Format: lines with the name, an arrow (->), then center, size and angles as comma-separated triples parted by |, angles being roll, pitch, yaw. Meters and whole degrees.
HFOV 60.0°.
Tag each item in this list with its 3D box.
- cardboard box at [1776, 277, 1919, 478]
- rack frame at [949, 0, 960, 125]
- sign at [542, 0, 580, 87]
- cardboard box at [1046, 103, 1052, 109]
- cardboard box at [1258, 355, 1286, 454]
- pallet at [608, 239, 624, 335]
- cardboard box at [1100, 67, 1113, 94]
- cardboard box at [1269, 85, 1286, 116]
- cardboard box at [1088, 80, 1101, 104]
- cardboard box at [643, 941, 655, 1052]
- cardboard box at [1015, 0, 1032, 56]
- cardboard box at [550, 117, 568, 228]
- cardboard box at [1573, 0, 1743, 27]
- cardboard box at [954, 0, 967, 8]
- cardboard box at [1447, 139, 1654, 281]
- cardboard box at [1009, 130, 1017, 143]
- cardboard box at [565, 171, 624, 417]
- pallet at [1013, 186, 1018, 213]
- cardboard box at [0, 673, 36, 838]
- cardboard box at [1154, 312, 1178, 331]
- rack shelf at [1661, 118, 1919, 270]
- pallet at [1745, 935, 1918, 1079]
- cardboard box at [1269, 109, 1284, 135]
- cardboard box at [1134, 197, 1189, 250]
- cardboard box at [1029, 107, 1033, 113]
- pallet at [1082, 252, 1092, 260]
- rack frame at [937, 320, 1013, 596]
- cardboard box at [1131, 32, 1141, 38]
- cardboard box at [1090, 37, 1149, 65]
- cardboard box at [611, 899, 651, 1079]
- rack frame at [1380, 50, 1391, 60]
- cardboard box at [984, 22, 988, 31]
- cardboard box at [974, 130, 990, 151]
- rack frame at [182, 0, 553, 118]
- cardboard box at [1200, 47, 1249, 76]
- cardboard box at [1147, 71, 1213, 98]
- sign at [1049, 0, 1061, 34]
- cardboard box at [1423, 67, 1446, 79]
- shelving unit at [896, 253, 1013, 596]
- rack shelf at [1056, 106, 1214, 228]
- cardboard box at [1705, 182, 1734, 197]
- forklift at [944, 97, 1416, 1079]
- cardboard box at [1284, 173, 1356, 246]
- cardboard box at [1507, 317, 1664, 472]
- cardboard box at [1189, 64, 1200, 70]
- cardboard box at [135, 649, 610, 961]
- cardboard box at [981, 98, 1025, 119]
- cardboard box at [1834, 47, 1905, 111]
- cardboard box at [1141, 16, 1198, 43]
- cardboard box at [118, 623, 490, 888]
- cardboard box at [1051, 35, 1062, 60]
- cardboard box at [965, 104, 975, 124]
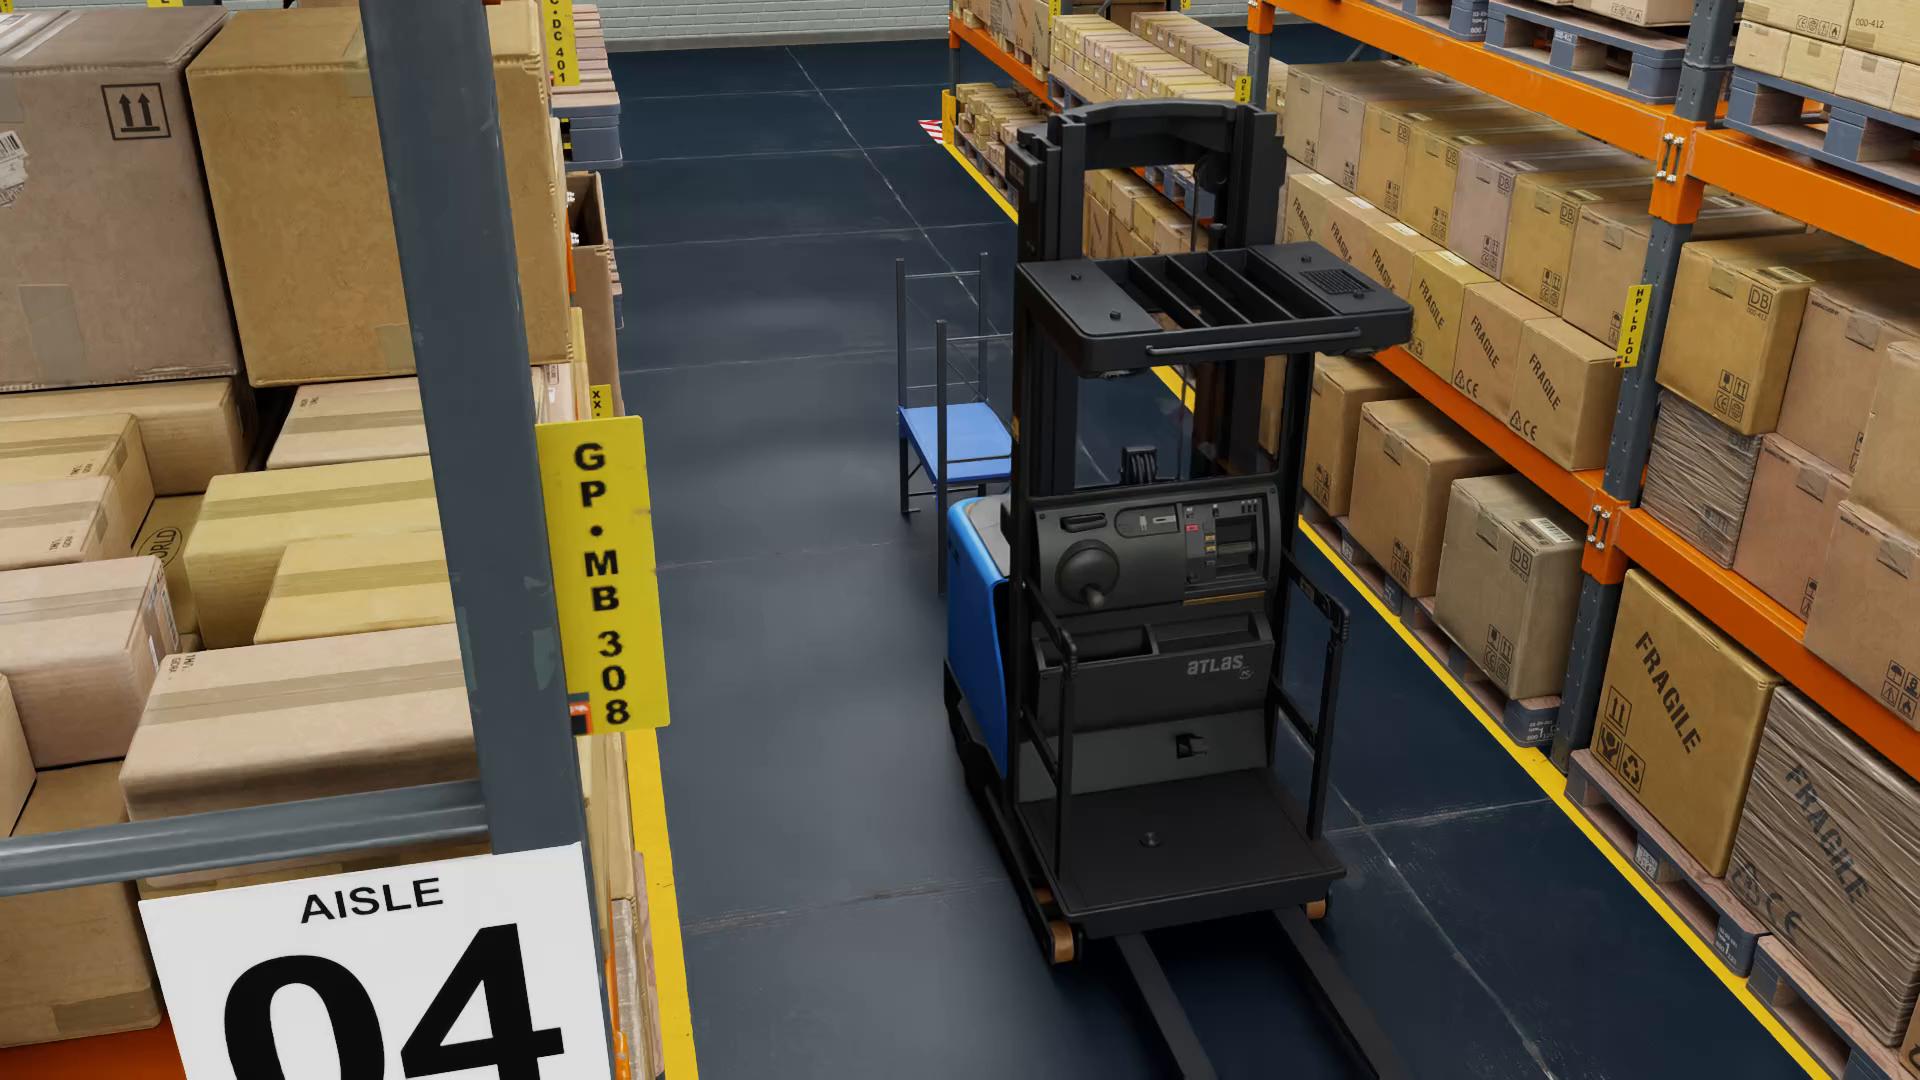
cardboard box -> 3.380, -0.545, 5.636 | 0.875, 0.550, 0.550 | -6, 27, -12
rack frame -> 0.389, -5.659, 17.133 | 1.000, 3.000, 0.127 | -6, 27, -12
sign -> -1.235, -1.560, 5.109 | 0.100, 0.325, 0.005 | -6, 27, -12
cardboard box -> 1.049, -4.183, 16.247 | 0.380, 0.149, 0.250 | -5, 27, -10
cardboard box -> 2.241, -1.054, 10.039 | 1.050, 0.750, 0.750 | -6, 27, -12
pallet -> -2.399, -1.300, 8.709 | 1.213, 0.211, 1.003 | -6, 27, -12
cardboard box -> 1.231, -3.316, 11.973 | 0.380, 0.149, 0.250 | -6, 27, -12
cardboard box -> 2.213, -2.828, 10.677 | 0.380, 0.149, 0.250 | -7, 28, -13
cardboard box -> 1.165, -3.305, 12.282 | 0.380, 0.149, 0.250 | -7, 28, -14
cardboard box -> -0.936, 1.119, 3.983 | 0.380, 0.149, 0.250 | -6, 27, -12
cardboard box -> 0.790, -4.492, 14.380 | 0.500, 0.500, 0.500 | -7, 28, -13
cardboard box -> -1.405, -1.030, 4.799 | 0.500, 0.250, 0.500 | -5, 27, -10
cardboard box -> 2.778, -2.189, 6.518 | 0.500, 0.250, 0.500 | -6, 27, -11
cardboard box -> 0.221, -5.611, 16.597 | 0.500, 0.500, 0.500 | -5, 27, -9
cardboard box -> 2.744, -1.547, 7.765 | 0.700, 0.500, 0.500 | -6, 27, -11
cardboard box -> 0.664, -3.661, 15.212 | 0.380, 0.149, 0.250 | -7, 28, -14
cardboard box -> -1.805, -0.750, 6.275 | 1.000, 1.000, 1.000 | -6, 27, -11
pallet -> 1.104, -2.949, 14.859 | 1.003, 0.211, 1.213 | -6, 27, -12
cardboard box -> -1.227, 0.284, 1.753 | 0.380, 0.149, 0.250 | -6, 27, -12
cardboard box -> 1.675, -1.709, 11.615 | 0.500, 0.500, 0.500 | -5, 27, -10
rack shelf -> 3.544, -0.531, 4.442 | 1.077, 0.370, 4.000 | -6, 27, -12
pallet -> 3.467, 1.732, 5.583 | 1.003, 0.211, 1.213 | -6, 27, -12
cardboard box -> 2.215, -2.706, 10.766 | 0.380, 0.149, 0.250 | -5, 27, -9
cardboard box -> 1.559, -2.272, 11.899 | 0.500, 0.250, 0.500 | -5, 27, -10
cardboard box -> 0.905, -4.276, 16.760 | 0.380, 0.149, 0.250 | -7, 28, -14
pallet -> 1.467, -2.316, 13.605 | 1.003, 0.211, 1.213 | -6, 27, -12
rack frame -> 0.134, -0.409, 8.396 | 0.500, 1.500, 0.032 | -6, 27, -12
cardboard box -> 1.572, -3.956, 13.242 | 0.380, 0.149, 0.250 | -5, 27, -10
cardboard box -> 1.167, -3.567, 12.141 | 0.380, 0.149, 0.250 | -6, 27, -12
cardboard box -> -0.719, 0.932, 2.525 | 0.500, 0.500, 0.500 | -6, 27, -12
rack frame -> 5.189, -6.206, 18.216 | 1.000, 3.000, 0.127 | -6, 27, -12
cardboard box -> 0.441, -5.040, 16.186 | 0.380, 0.149, 0.250 | -5, 27, -9
cardboard box -> 0.347, -3.973, 16.490 | 0.380, 0.149, 0.250 | -6, 27, -11
rack frame -> -1.762, -2.610, 4.434 | 1.000, 3.000, 0.127 | -6, 27, -12
cardboard box -> 1.926, -3.397, 11.804 | 0.380, 0.149, 0.250 | -6, 27, -12
cardboard box -> 1.457, -2.999, 11.015 | 0.380, 0.149, 0.250 | -5, 27, -10
sign -> 0.763, -4.231, 13.343 | 0.100, 0.325, 0.005 | -6, 27, -12
cardboard box -> 5.435, -4.970, 18.145 | 0.875, 0.438, 0.875 | -7, 28, -13
shelving unit -> 0.019, -0.632, 8.838 | 0.538, 1.500, 1.048 | -6, 27, -12
rack shelf -> 1.741, -2.704, 12.076 | 1.077, 0.370, 4.000 | -6, 27, -12
cardboard box -> 6.519, -3.029, 13.814 | 0.875, 0.875, 0.875 | -5, 27, -10
forklift -> 0.781, 0.065, 5.868 | 1.130, 2.935, 3.031 | -6, 27, -13
cardboard box -> 2.147, -1.744, 9.265 | 0.500, 0.500, 0.500 | -6, 27, -12
cardboard box -> 2.715, -0.637, 7.073 | 0.500, 0.500, 0.500 | -6, 27, -12
cardboard box -> 1.873, -3.378, 12.096 | 0.380, 0.149, 0.250 | -6, 27, -11
cardboard box -> -0.717, 0.315, 2.135 | 0.500, 0.250, 0.500 | -5, 27, -10
cardboard box -> 0.424, -4.242, 16.363 | 0.380, 0.149, 0.250 | -7, 28, -14
cardboard box -> 2.959, -1.432, 5.132 | 0.380, 0.149, 0.250 | -6, 27, -12
cardboard box -> 1.632, -3.969, 12.938 | 0.380, 0.149, 0.250 | -7, 28, -13
cardboard box -> -0.697, 0.230, 1.860 | 0.380, 0.149, 0.250 | -6, 27, -12
cardboard box -> 0.931, -3.891, 13.113 | 0.380, 0.149, 0.250 | -6, 27, -11
cardboard box -> 0.264, -4.324, 16.856 | 0.380, 0.149, 0.250 | -6, 27, -12
